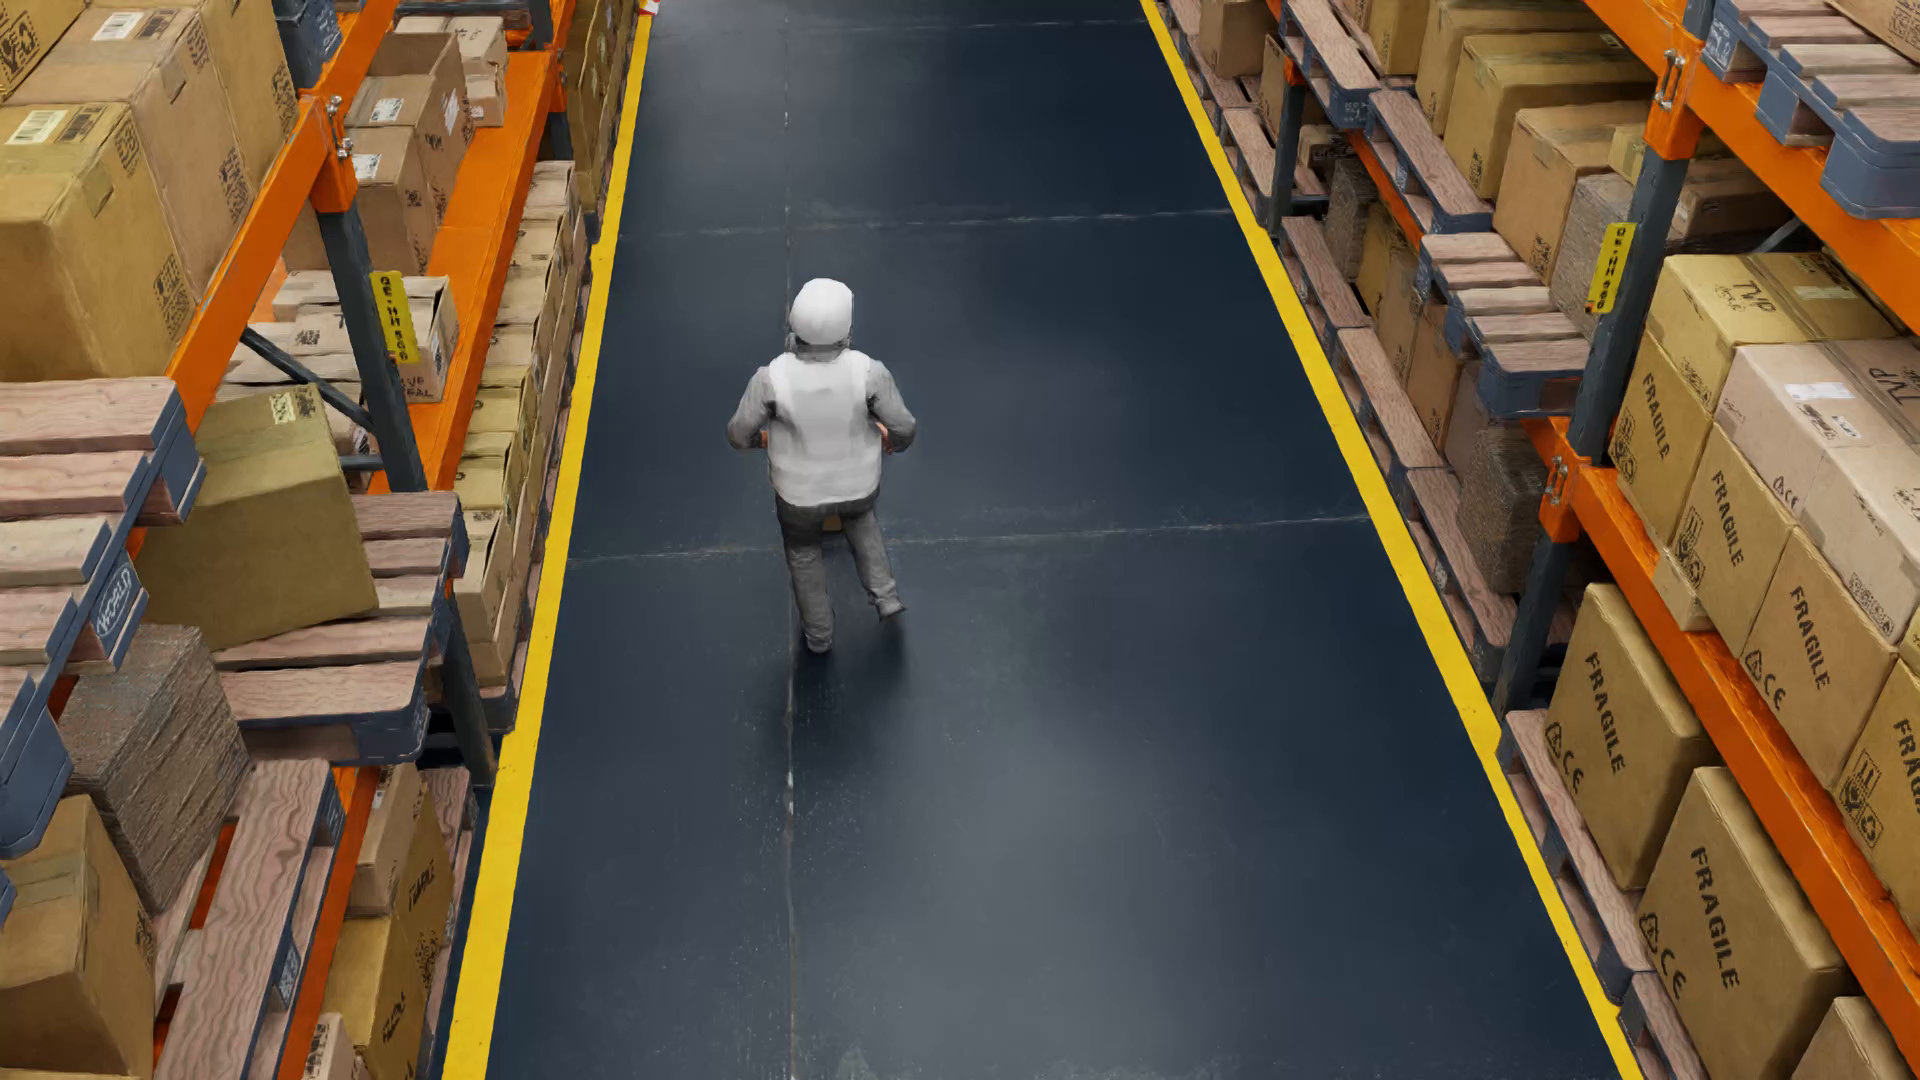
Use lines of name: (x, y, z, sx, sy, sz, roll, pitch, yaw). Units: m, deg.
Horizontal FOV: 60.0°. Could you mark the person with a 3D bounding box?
person: (-0.555, -0.288, 6.521, 0.702, 1.744, 0.507, -10, 40, -13)
